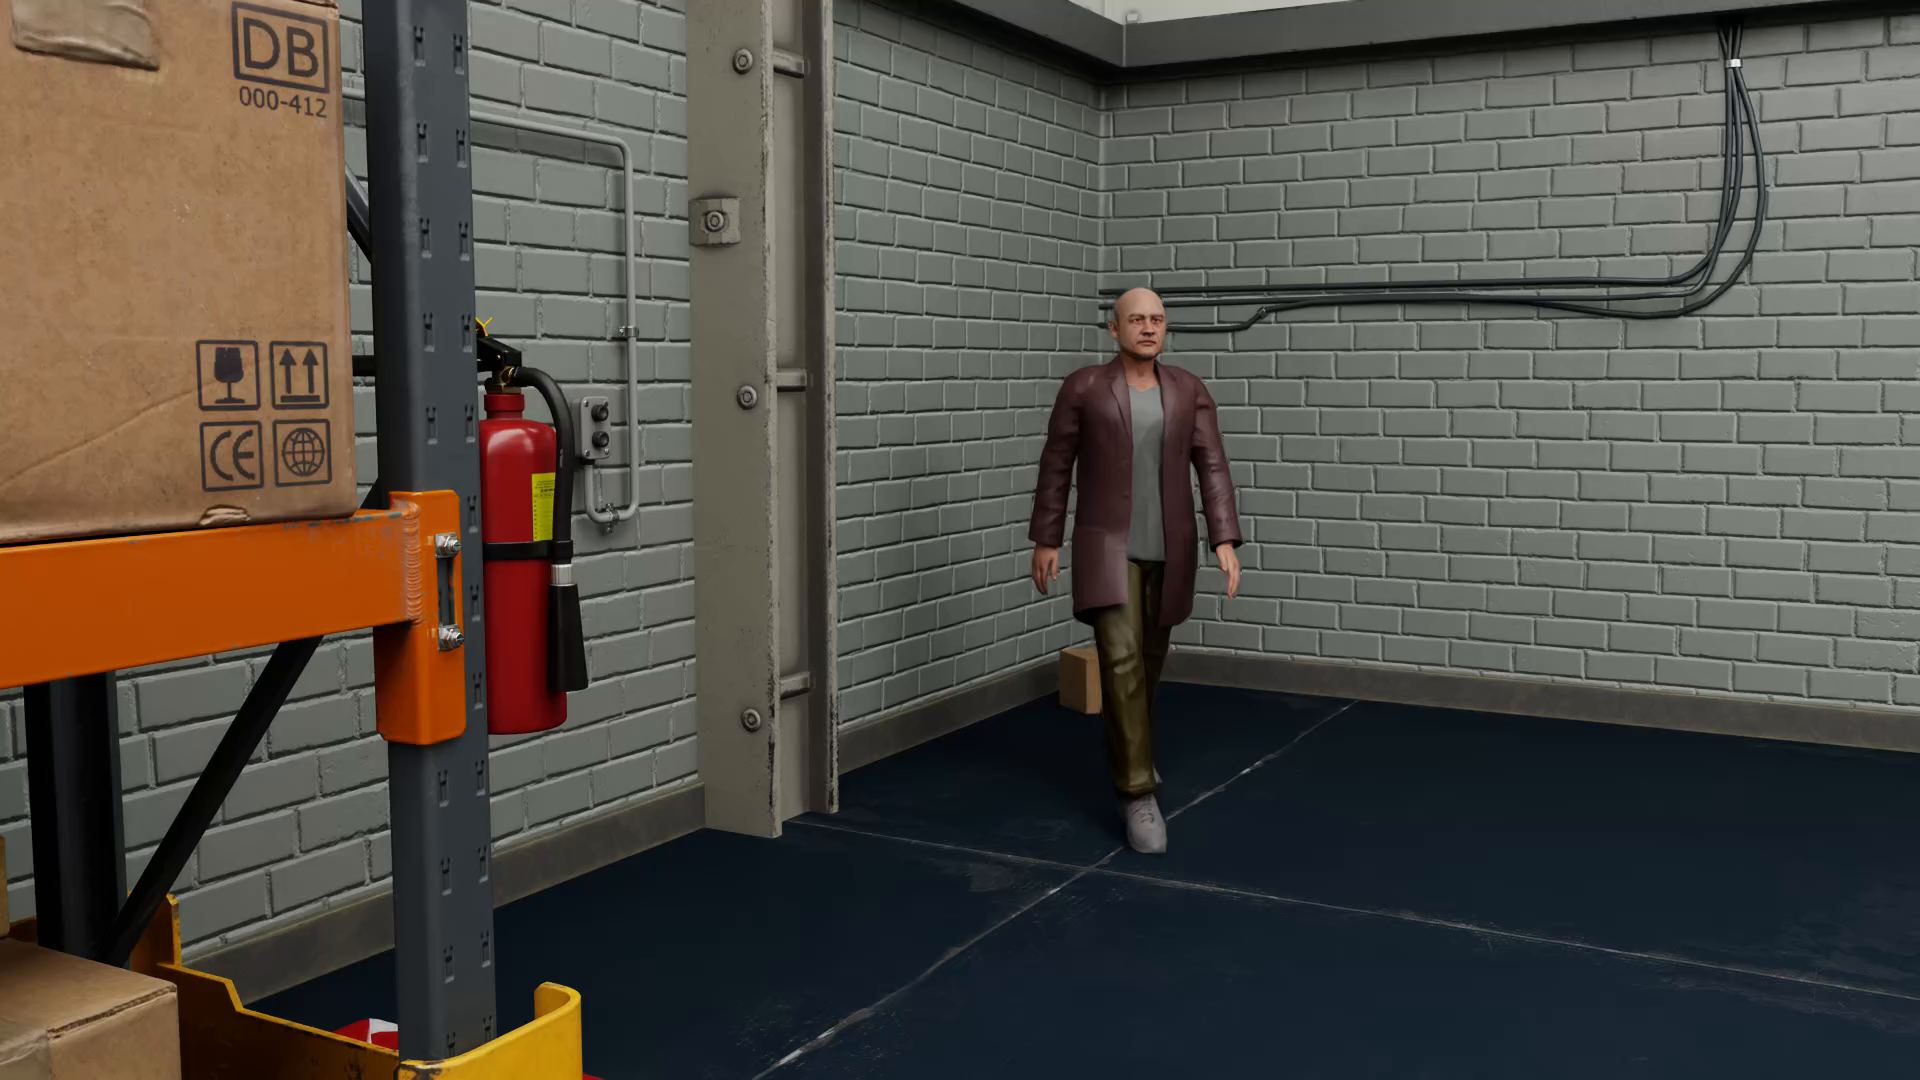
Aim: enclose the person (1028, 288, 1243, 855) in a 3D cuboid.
[{"bbox_3d":[0.598,0.053,5.562,0.658,1.780,0.950,-1,6,-12],"label":"person"}]
